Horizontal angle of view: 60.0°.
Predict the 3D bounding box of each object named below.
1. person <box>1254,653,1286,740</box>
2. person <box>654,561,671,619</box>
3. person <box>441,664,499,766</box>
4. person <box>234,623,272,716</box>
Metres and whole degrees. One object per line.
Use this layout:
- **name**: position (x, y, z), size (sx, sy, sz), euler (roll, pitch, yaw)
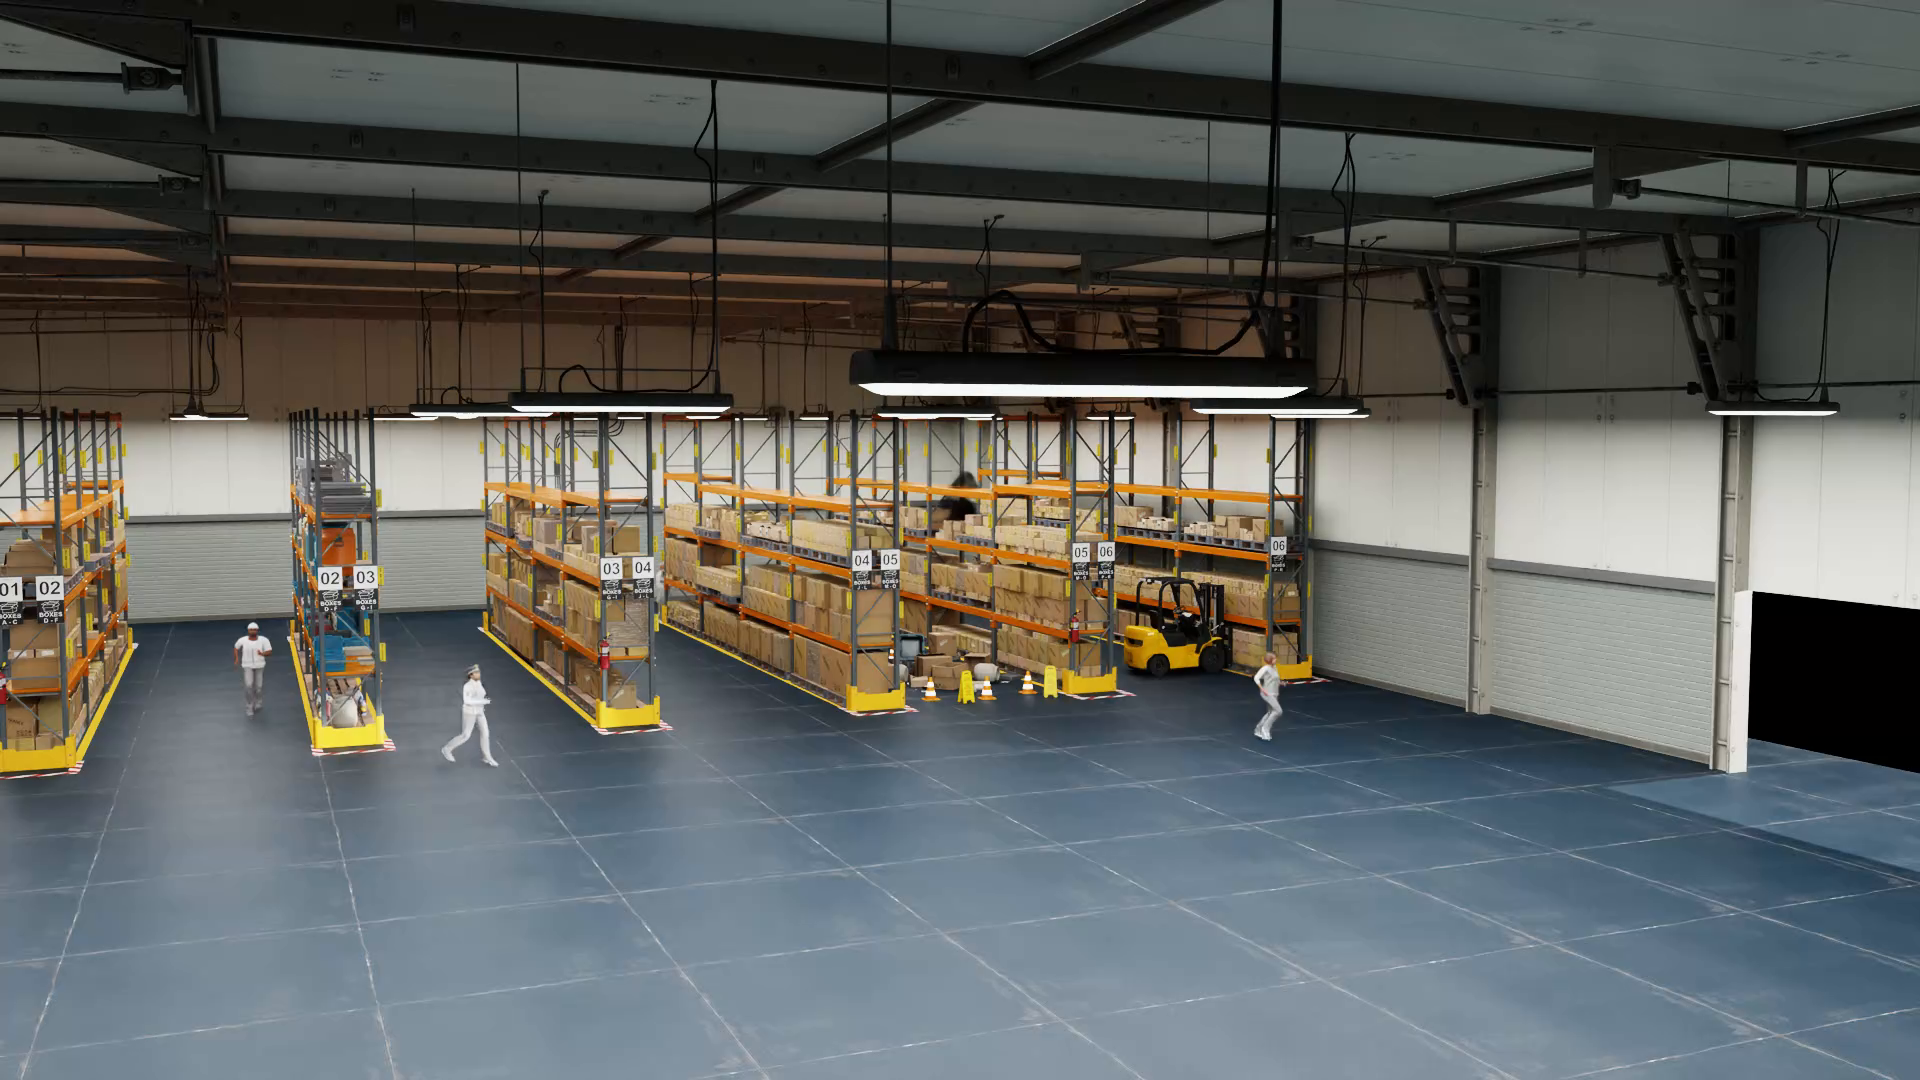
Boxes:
- **person**: position (5.601, 2.826, 30.031), size (0.557, 1.565, 0.593), euler (3, 5, 34)
- **person**: position (-8.689, 1.465, 48.792), size (0.727, 1.711, 0.595), euler (-3, 5, -36)
- **person**: position (-8.191, 2.927, 27.830), size (0.938, 1.721, 0.621), euler (1, 4, 13)
- **person**: position (-13.949, 2.538, 32.838), size (0.674, 1.828, 0.782), euler (-2, 4, -26)
